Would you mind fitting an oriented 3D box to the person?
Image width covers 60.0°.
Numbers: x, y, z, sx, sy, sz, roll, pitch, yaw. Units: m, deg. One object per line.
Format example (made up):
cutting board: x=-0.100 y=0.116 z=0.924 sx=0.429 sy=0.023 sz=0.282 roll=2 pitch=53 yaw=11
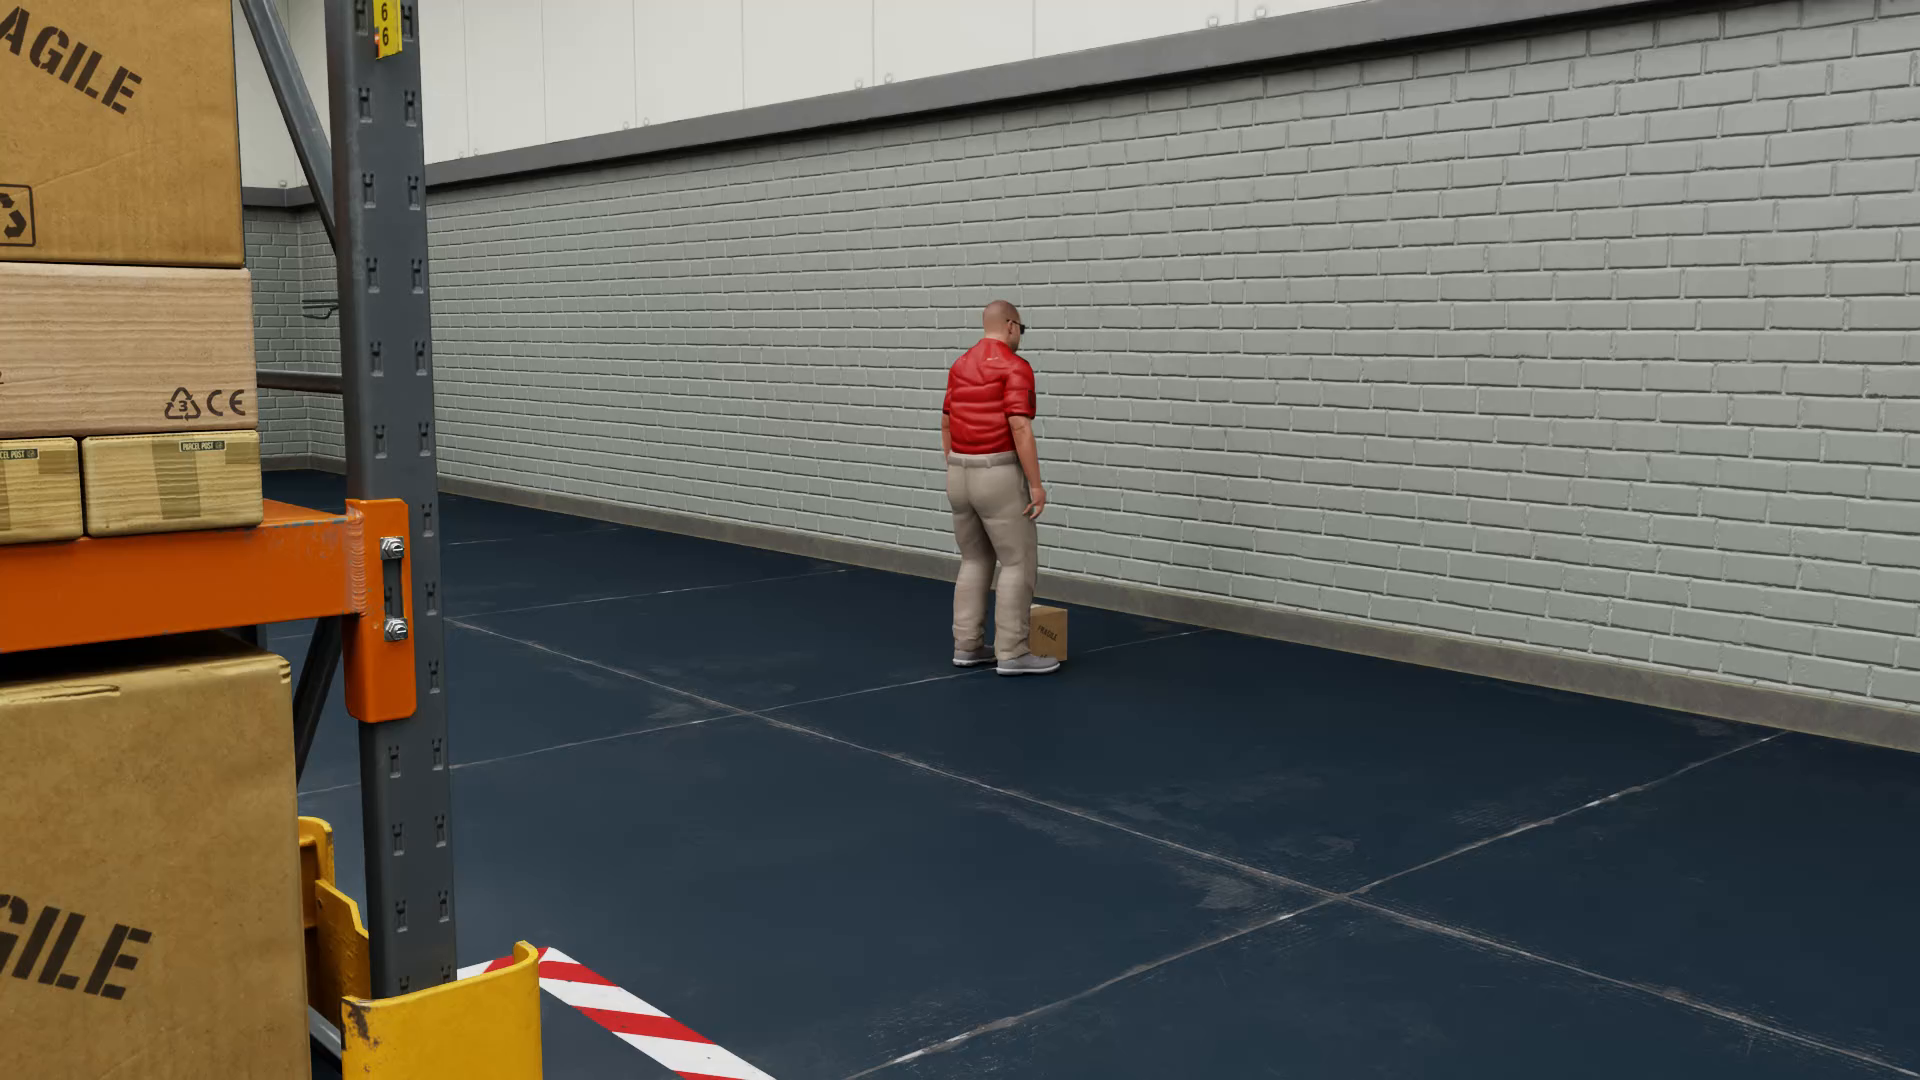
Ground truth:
person: x=0.159 y=-0.209 z=7.800 sx=0.386 sy=1.638 sz=0.590 roll=-7 pitch=10 yaw=-41
